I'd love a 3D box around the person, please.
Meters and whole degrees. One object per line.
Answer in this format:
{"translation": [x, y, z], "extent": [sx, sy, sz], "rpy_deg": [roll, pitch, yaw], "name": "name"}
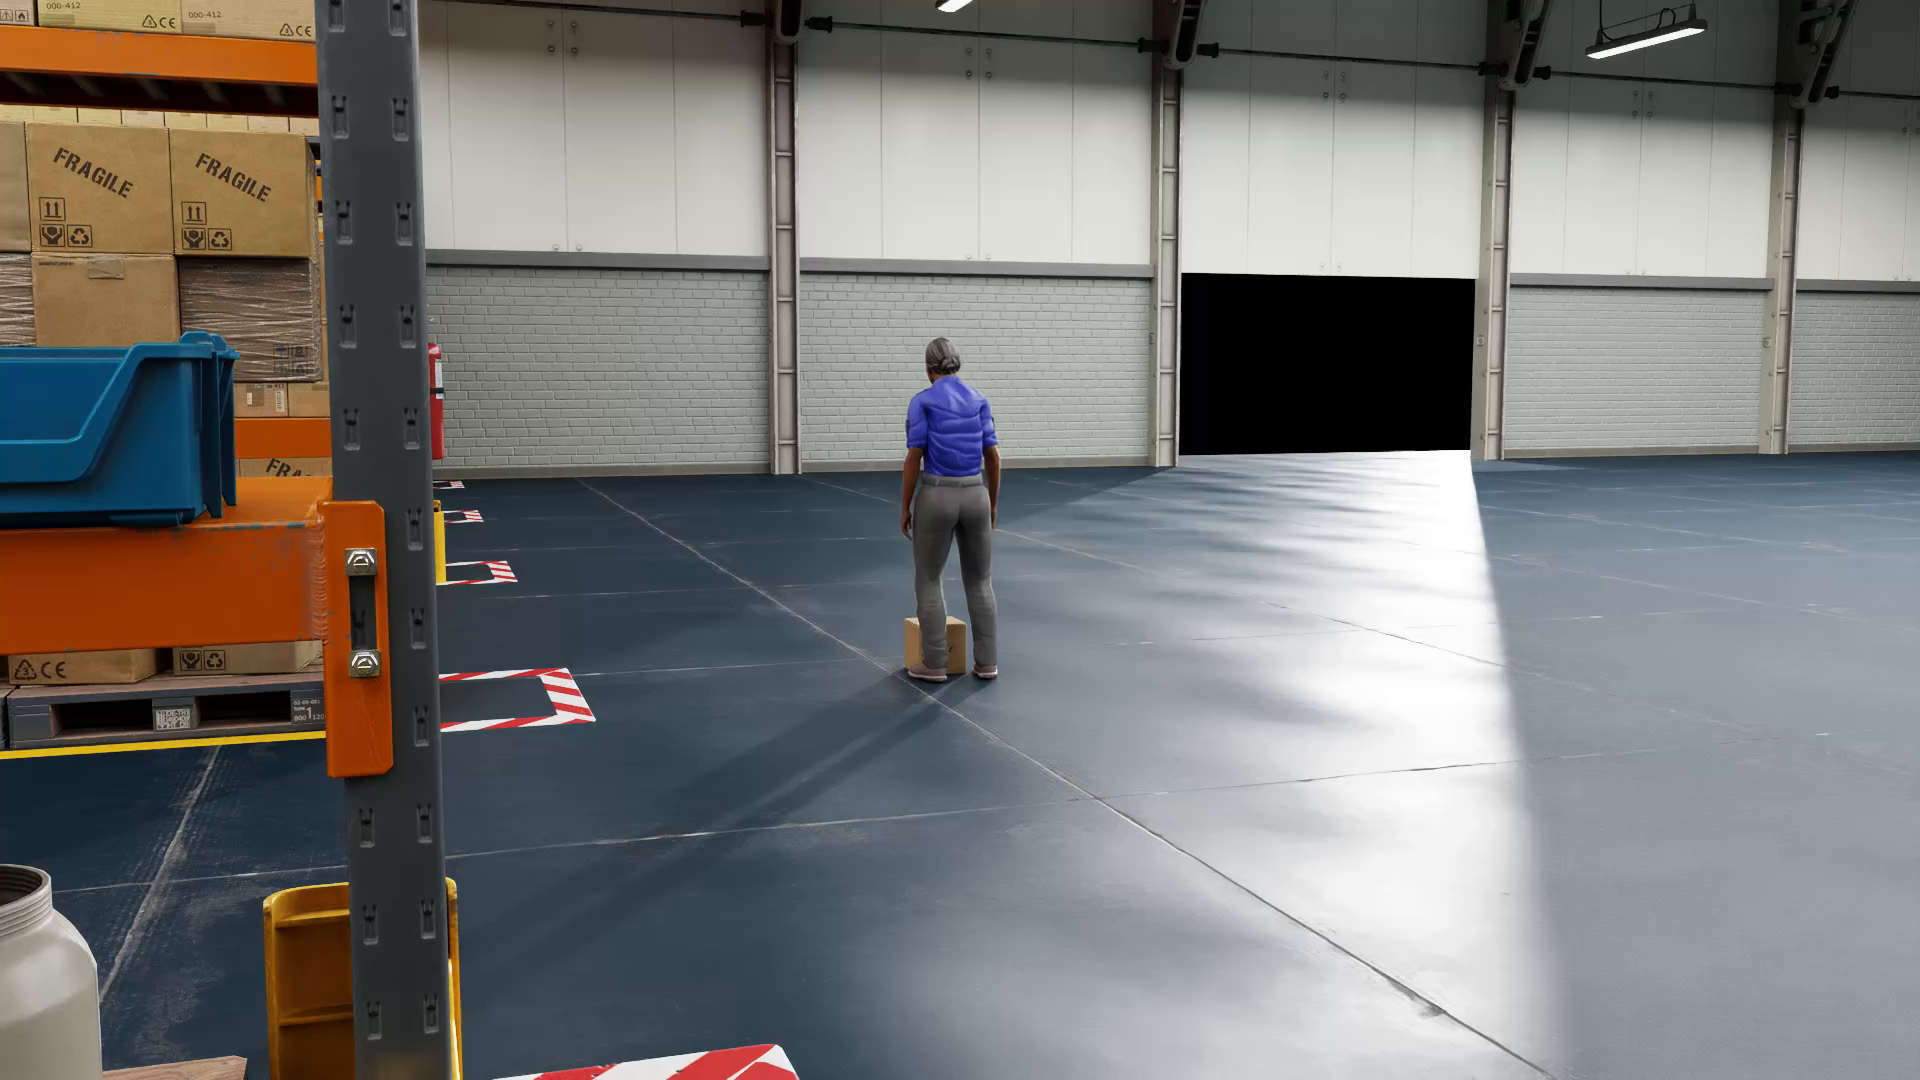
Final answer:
{"translation": [-0.039, -0.148, 8.032], "extent": [0.518, 1.654, 0.353], "rpy_deg": [-2, 6, -20], "name": "person"}
